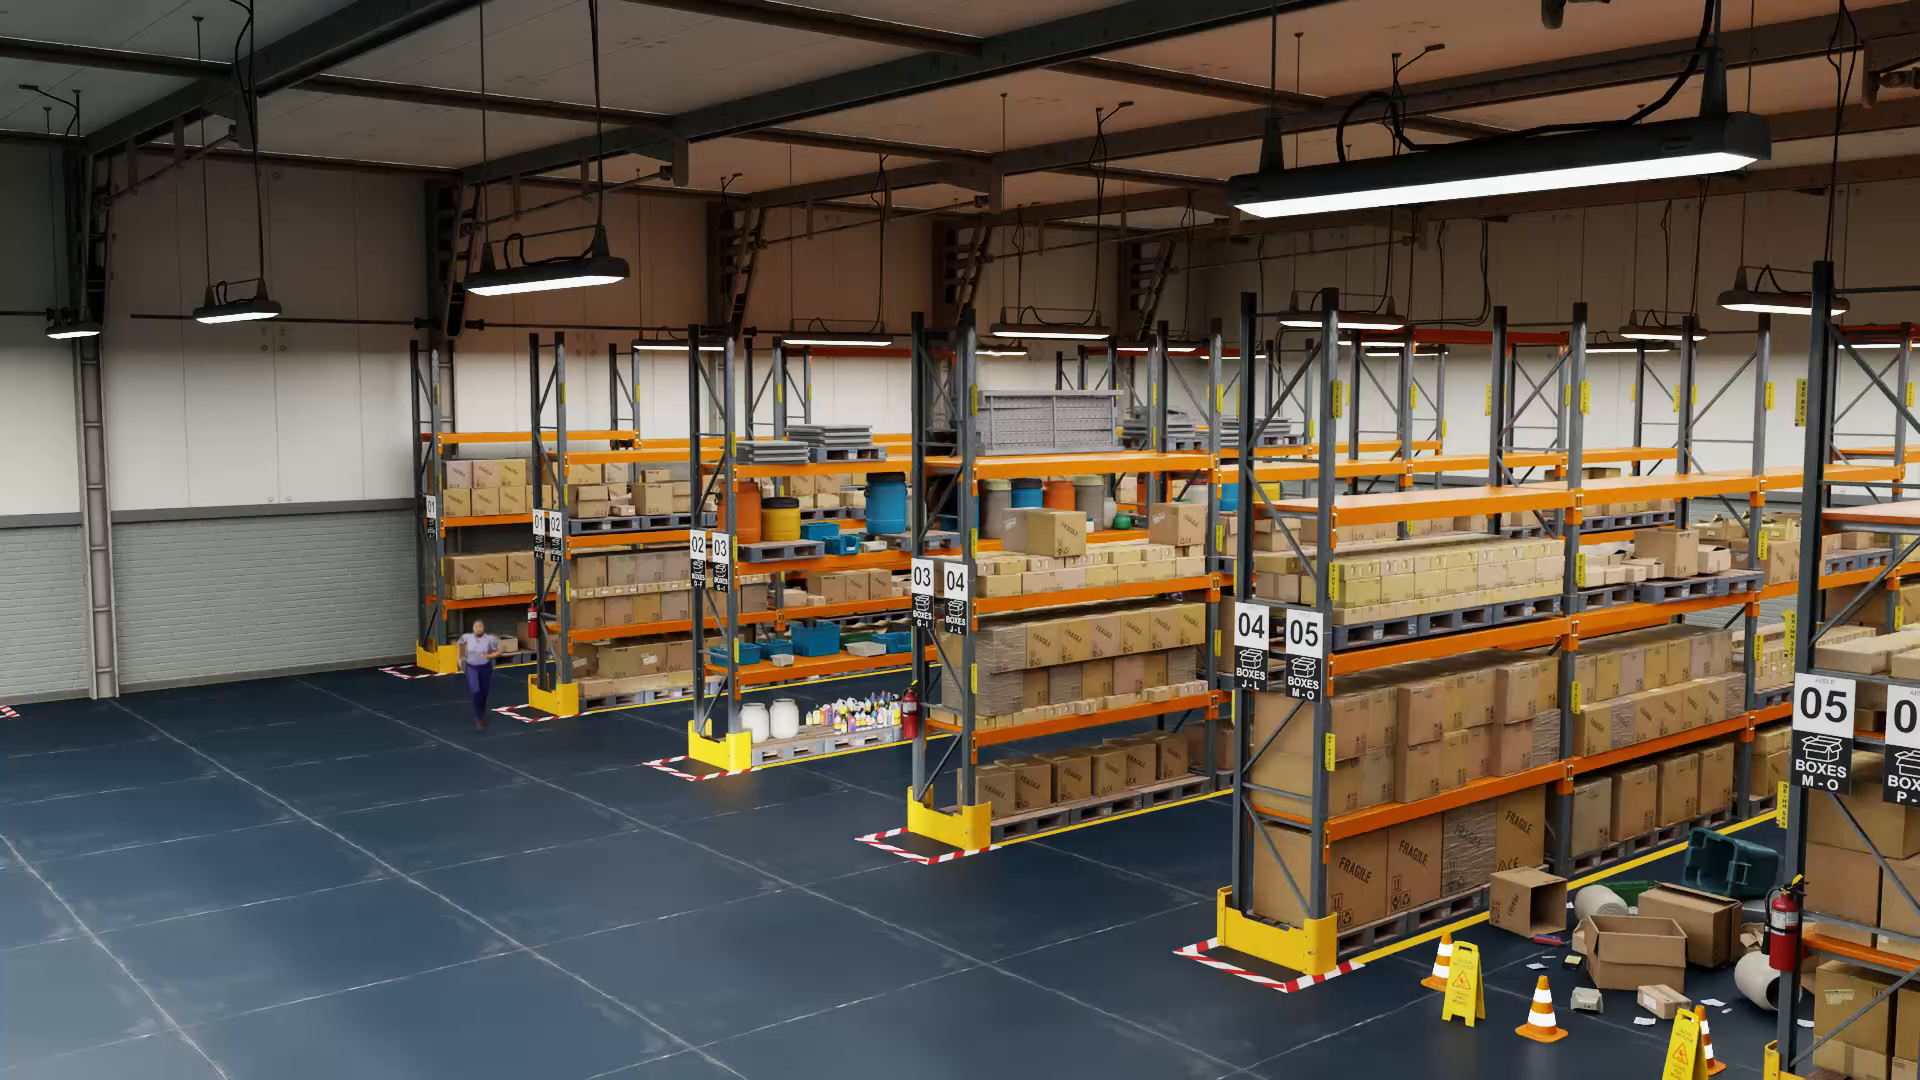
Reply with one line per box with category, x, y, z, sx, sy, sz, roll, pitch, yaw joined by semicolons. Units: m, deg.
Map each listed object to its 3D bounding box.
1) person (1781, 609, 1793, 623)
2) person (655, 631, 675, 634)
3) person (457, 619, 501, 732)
person;12.660;1.956;25.370;0.864;1.844;0.678;-4;7;-40
person;-5.295;1.465;30.364;0.631;1.844;0.735;5;7;41
person;-7.302;2.025;25.266;0.627;1.695;0.877;-2;6;-17
